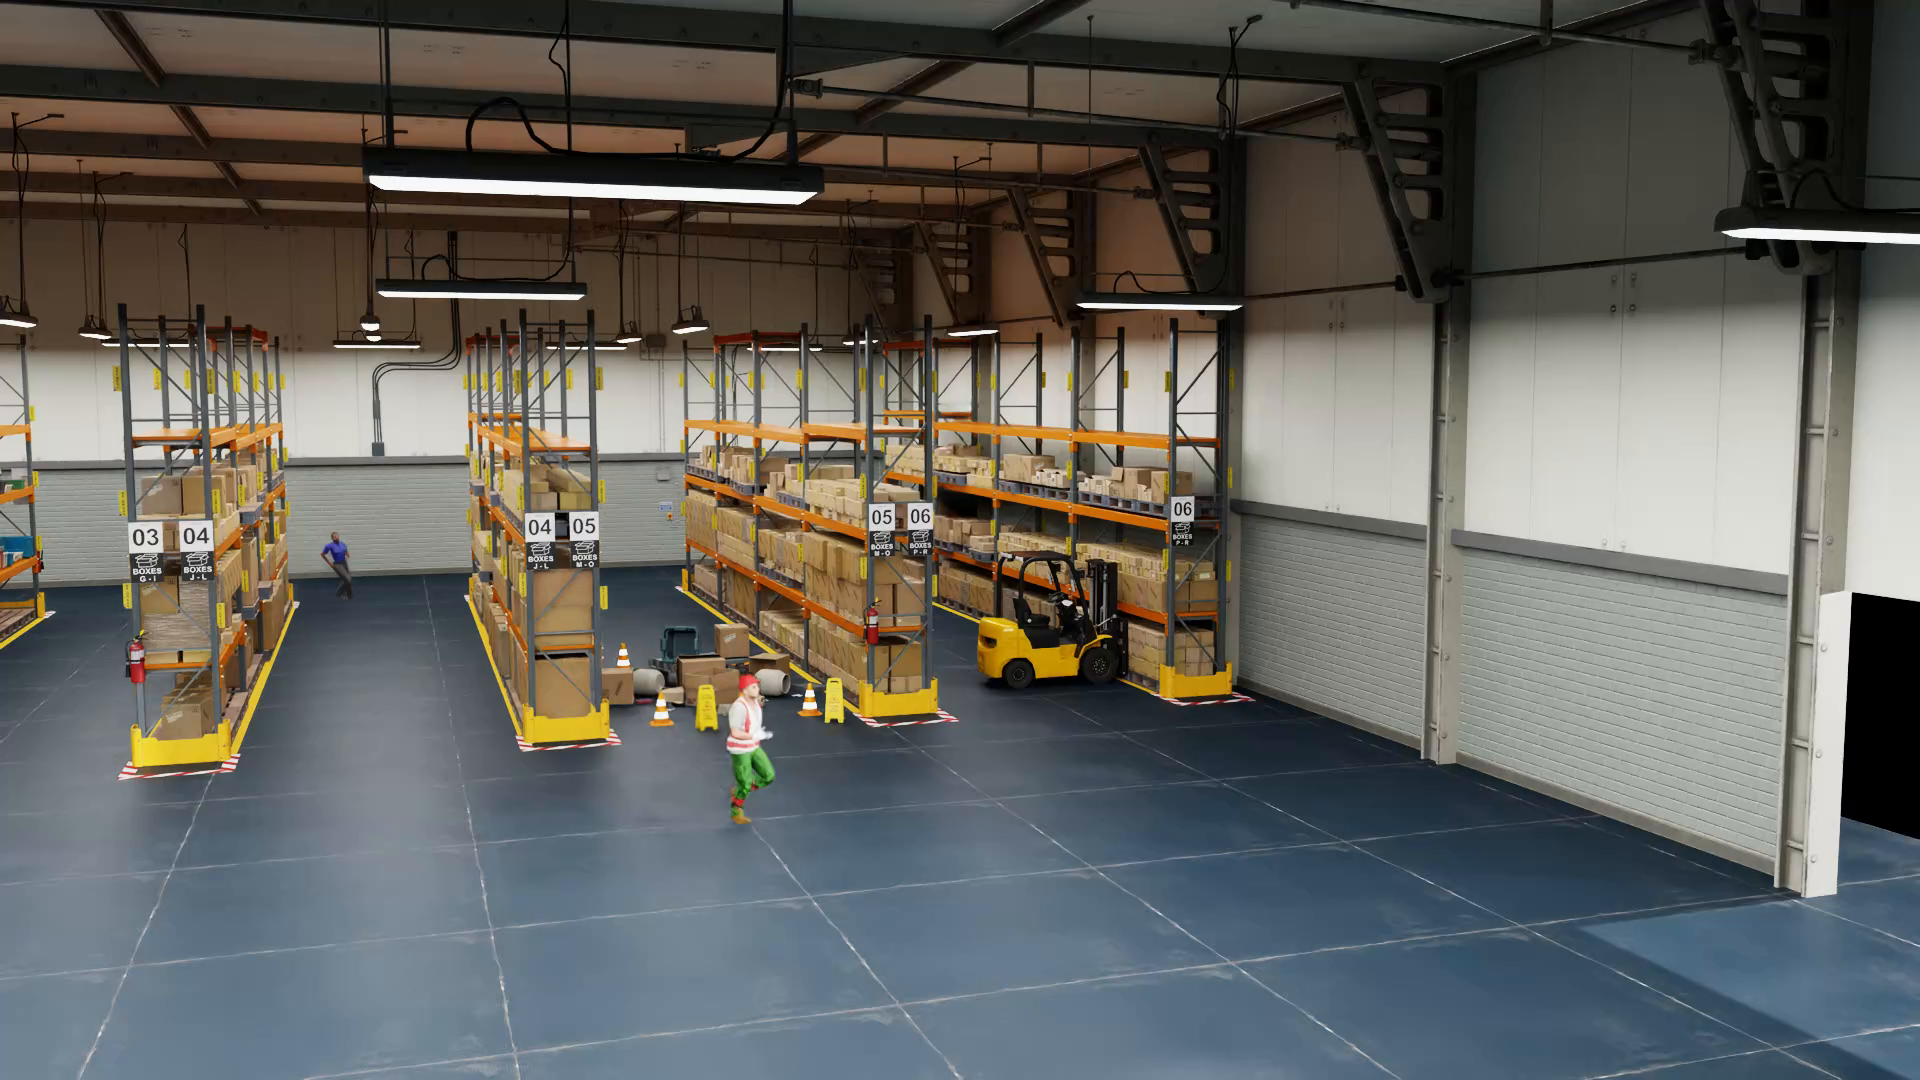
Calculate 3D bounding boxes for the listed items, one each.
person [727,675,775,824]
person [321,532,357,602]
[{"bbox_3d":[-2.342,2.361,18.714,0.657,1.728,0.707,3,6,26],"label":"person"},{"bbox_3d":[-14.142,0.653,37.920,0.638,1.661,0.604,2,6,21],"label":"person"}]
